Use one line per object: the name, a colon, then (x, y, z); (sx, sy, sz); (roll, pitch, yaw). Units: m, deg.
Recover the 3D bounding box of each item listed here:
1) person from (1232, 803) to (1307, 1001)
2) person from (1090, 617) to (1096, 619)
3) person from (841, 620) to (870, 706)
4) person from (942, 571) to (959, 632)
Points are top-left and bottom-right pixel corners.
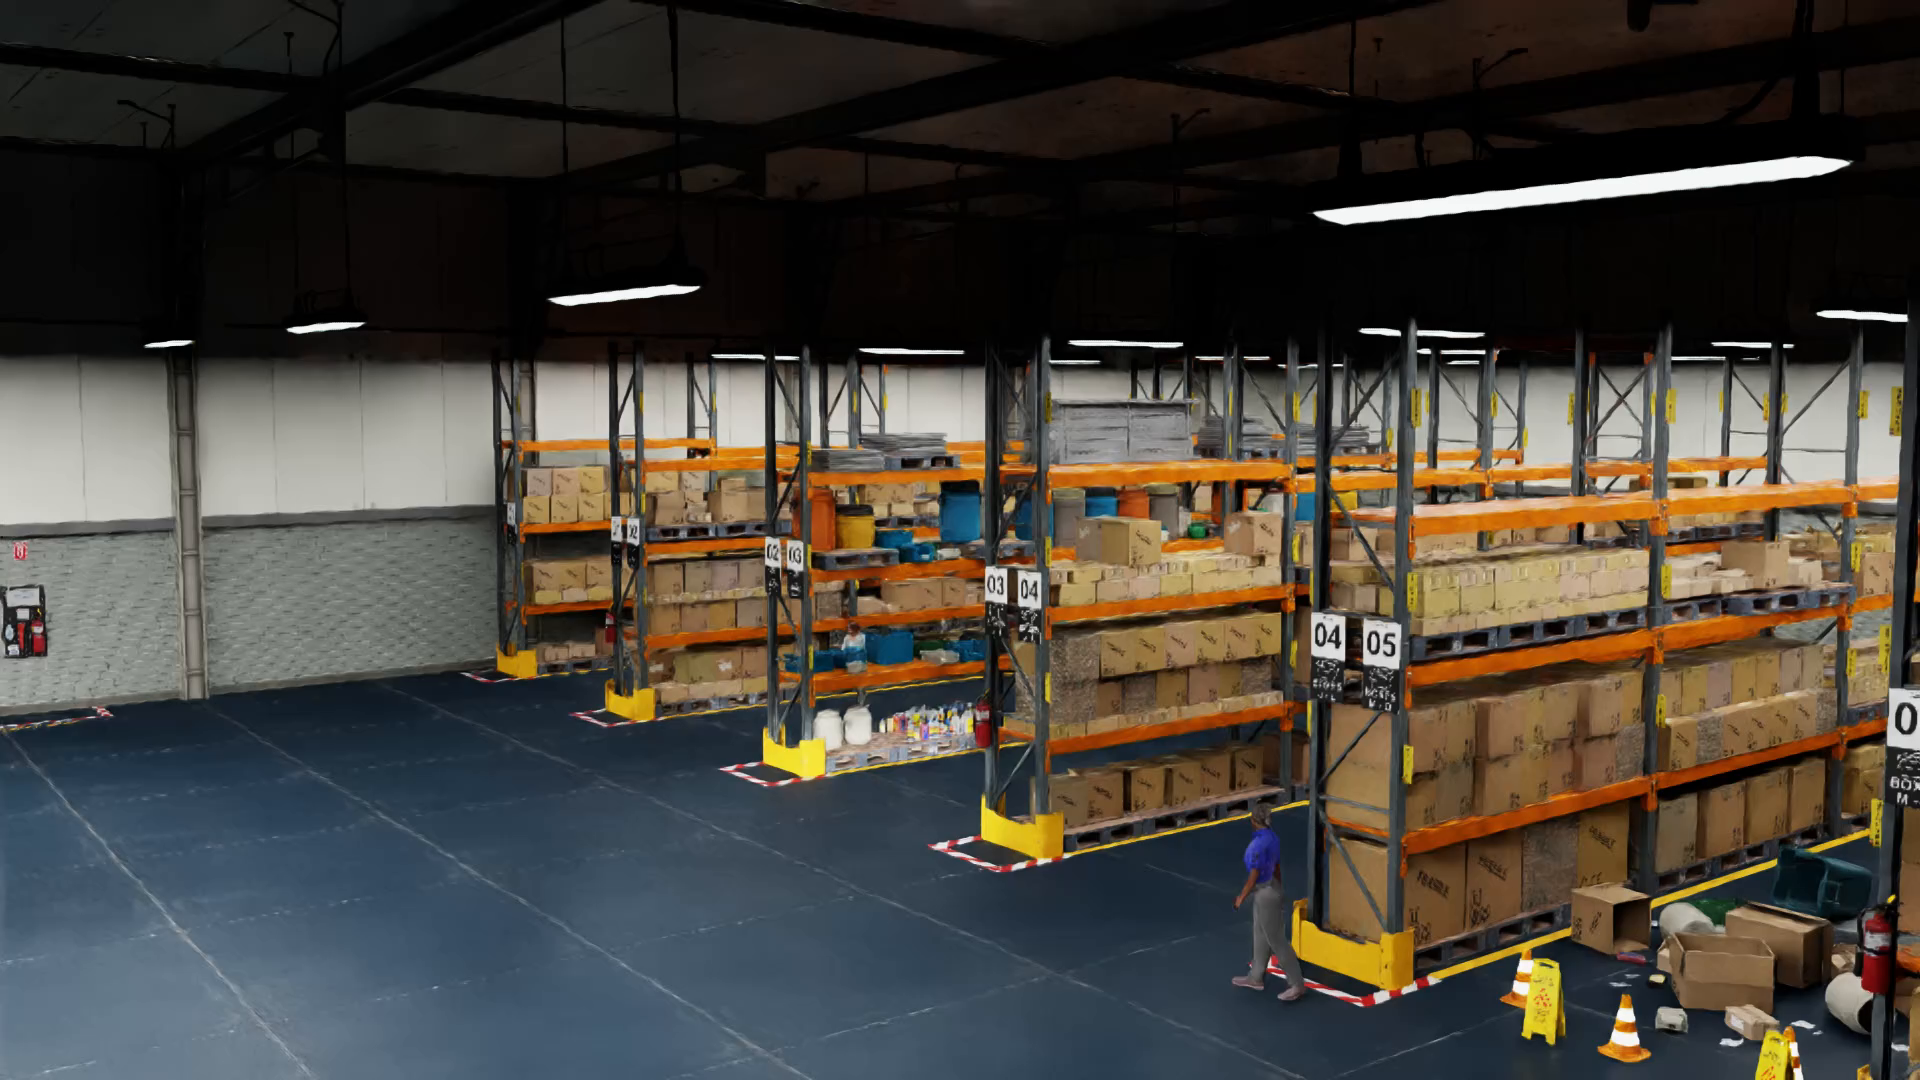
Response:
person: (2.661, 3.091, 14.309); (0.684, 1.643, 0.490); (2, 5, 24)
person: (2.456, 1.775, 29.137); (0.430, 1.653, 0.530); (2, 6, 24)
person: (-1.627, 2.032, 26.883); (0.569, 1.530, 0.774); (3, 6, 35)
person: (-0.152, 1.393, 32.664); (0.456, 1.779, 0.620); (2, 5, 21)
